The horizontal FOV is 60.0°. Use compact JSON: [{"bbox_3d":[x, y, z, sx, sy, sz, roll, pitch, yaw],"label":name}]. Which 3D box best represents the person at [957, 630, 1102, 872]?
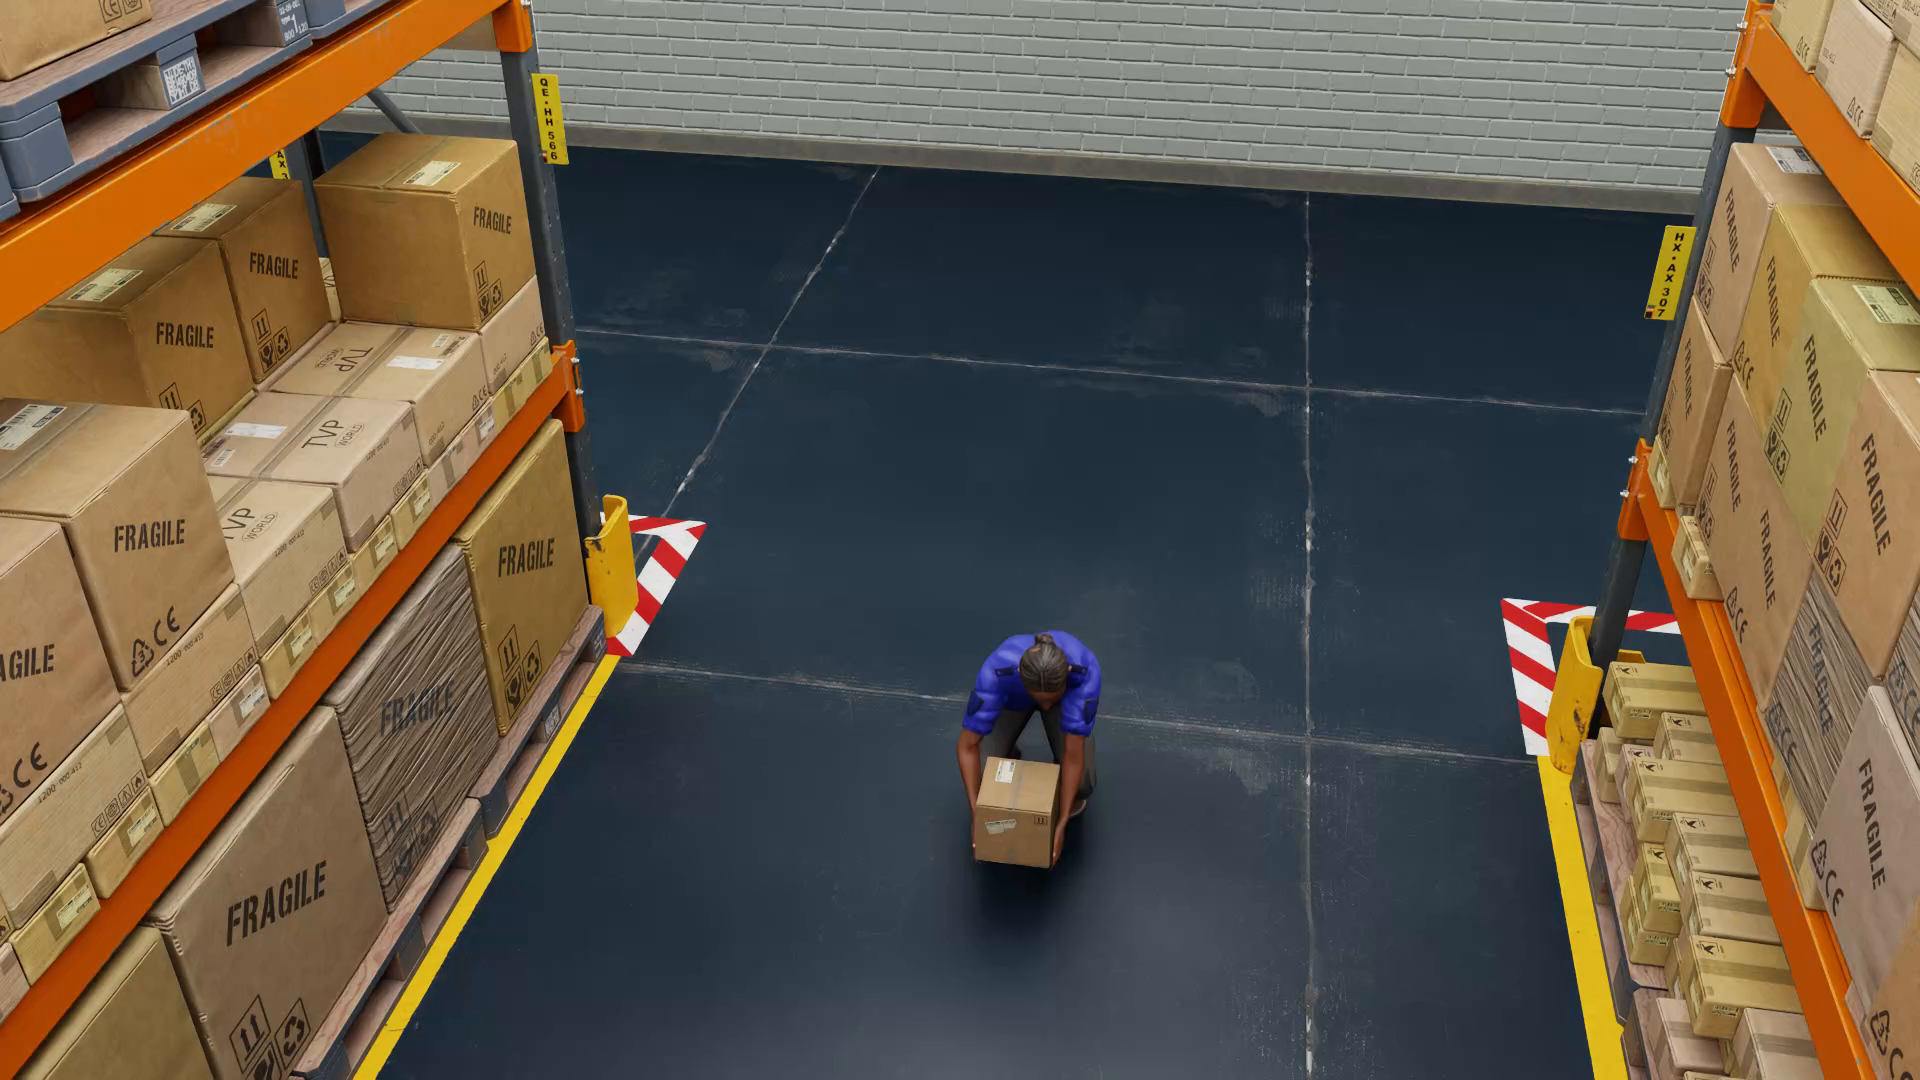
[{"bbox_3d":[0.253,0.637,5.834,0.486,0.934,0.829,5,33,8],"label":"person"}]
